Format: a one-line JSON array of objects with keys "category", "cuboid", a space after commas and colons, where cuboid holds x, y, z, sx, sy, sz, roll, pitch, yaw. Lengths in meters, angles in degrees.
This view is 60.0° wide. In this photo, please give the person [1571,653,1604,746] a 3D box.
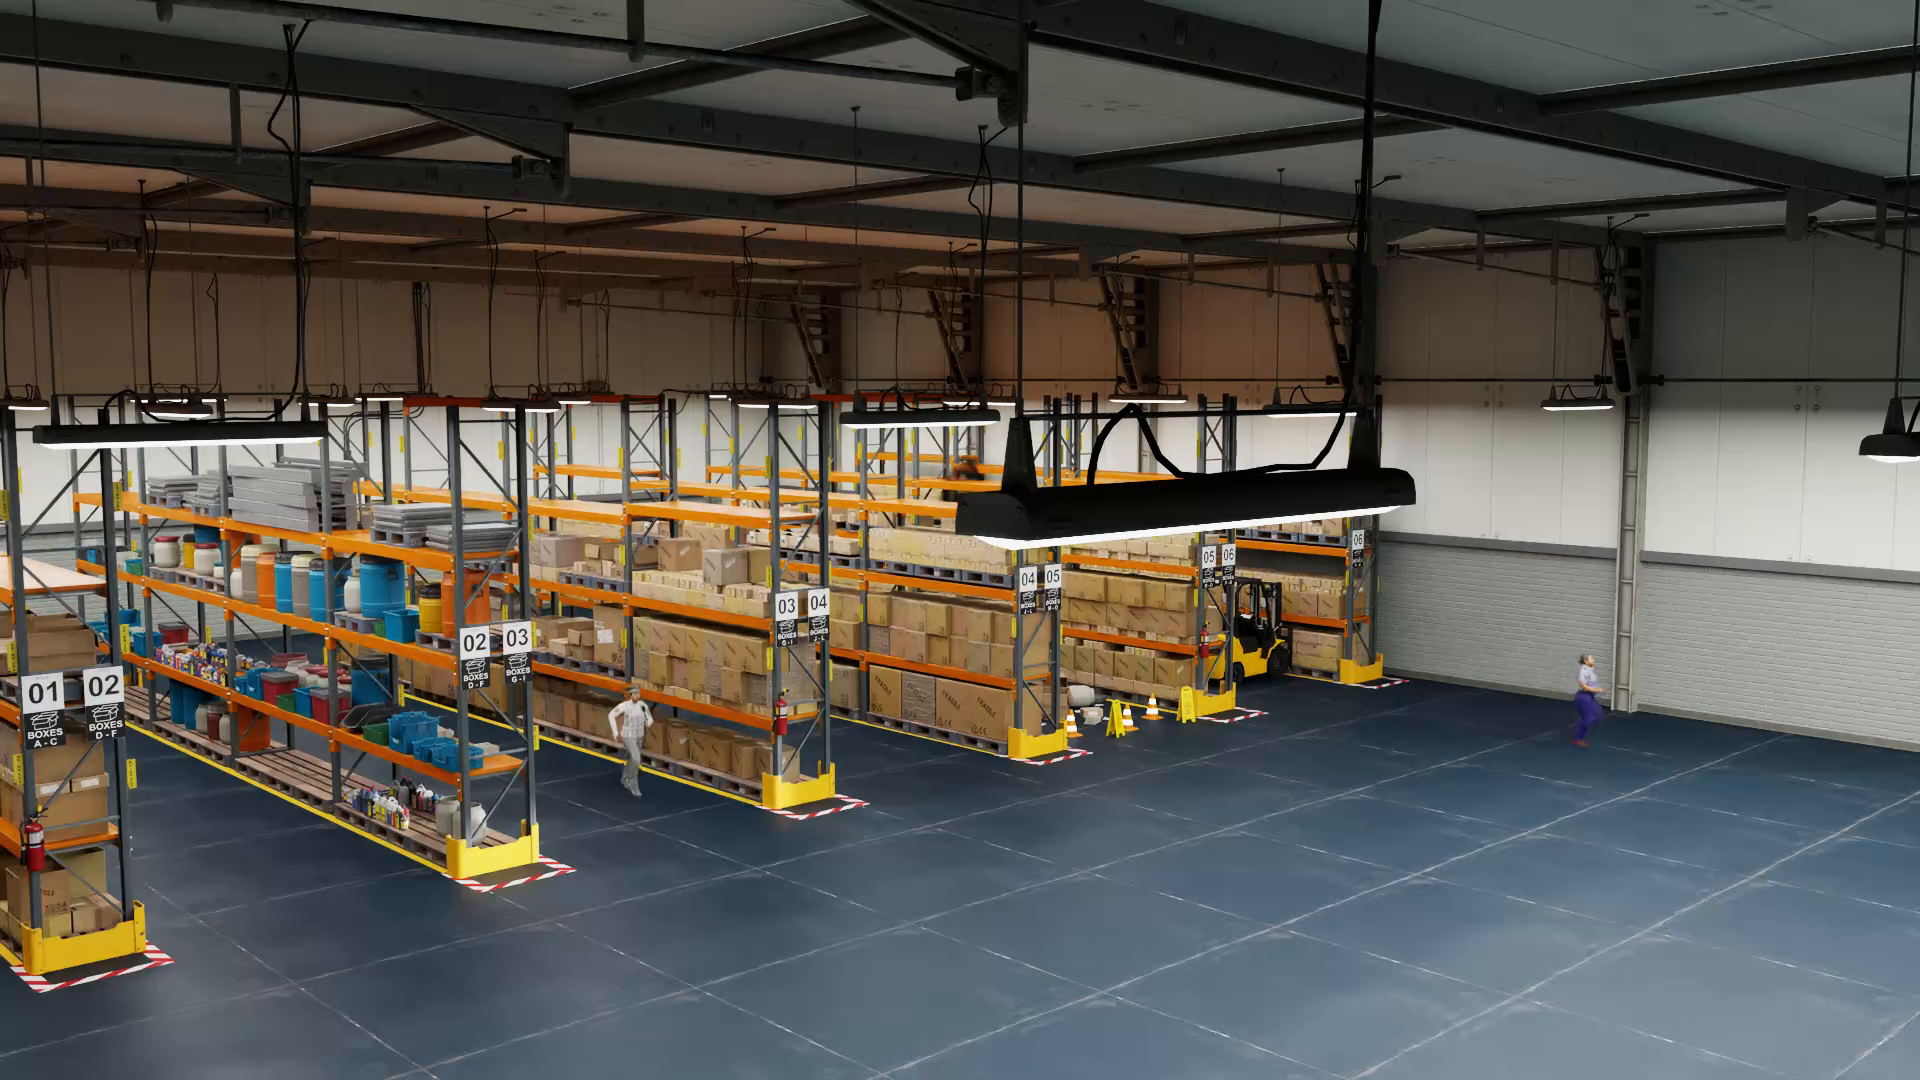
[{"category": "person", "cuboid": [10.863, 2.754, 28.722, 0.512, 1.615, 0.657, 3, 6, 26]}]

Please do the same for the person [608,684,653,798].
[{"category": "person", "cuboid": [-4.971, 3.045, 25.368, 0.796, 1.739, 0.560, 5, 8, 44]}]
